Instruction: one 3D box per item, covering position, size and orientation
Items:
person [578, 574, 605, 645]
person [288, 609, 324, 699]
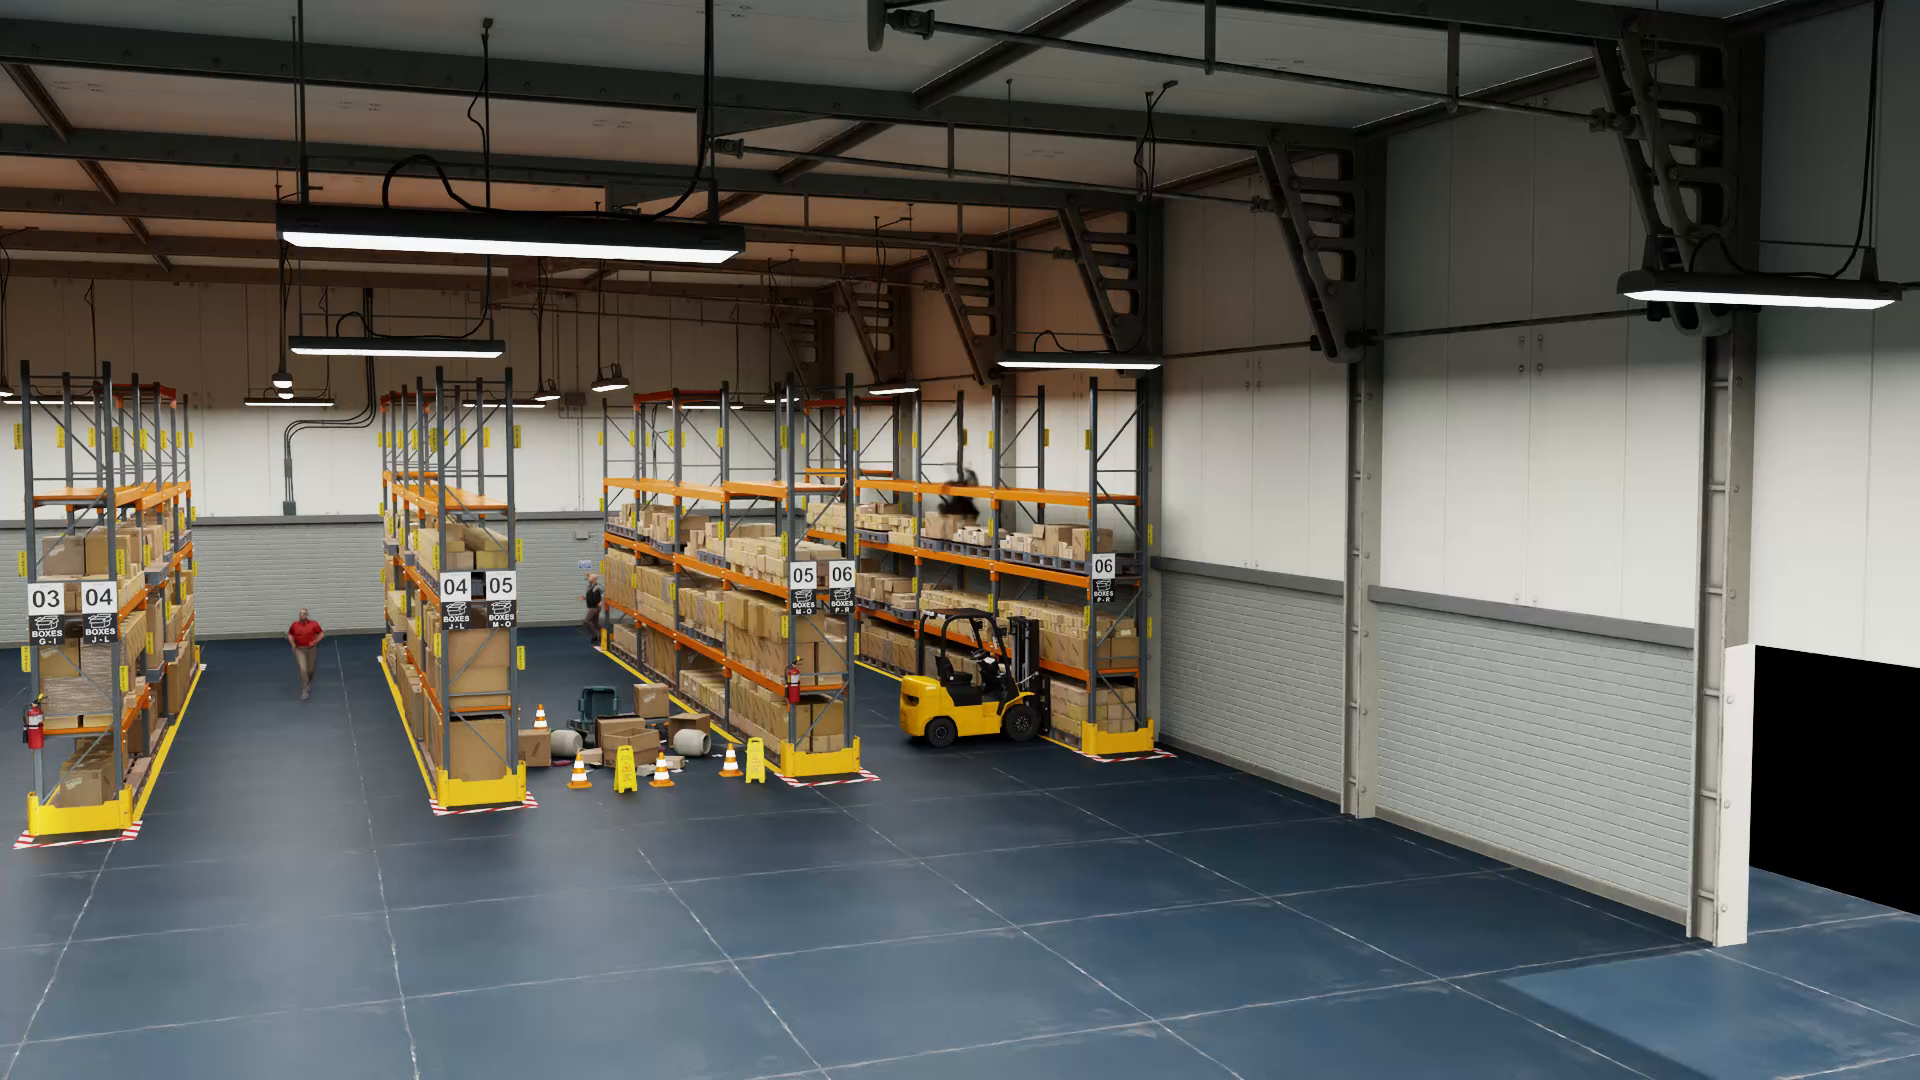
[{"bbox_3d":[-9.008,1.697,40.840,0.738,1.742,0.644,-2,4,-28],"label":"person"},{"bbox_3d":[-12.786,2.198,32.512,0.654,1.721,0.809,-1,4,-22],"label":"person"}]
